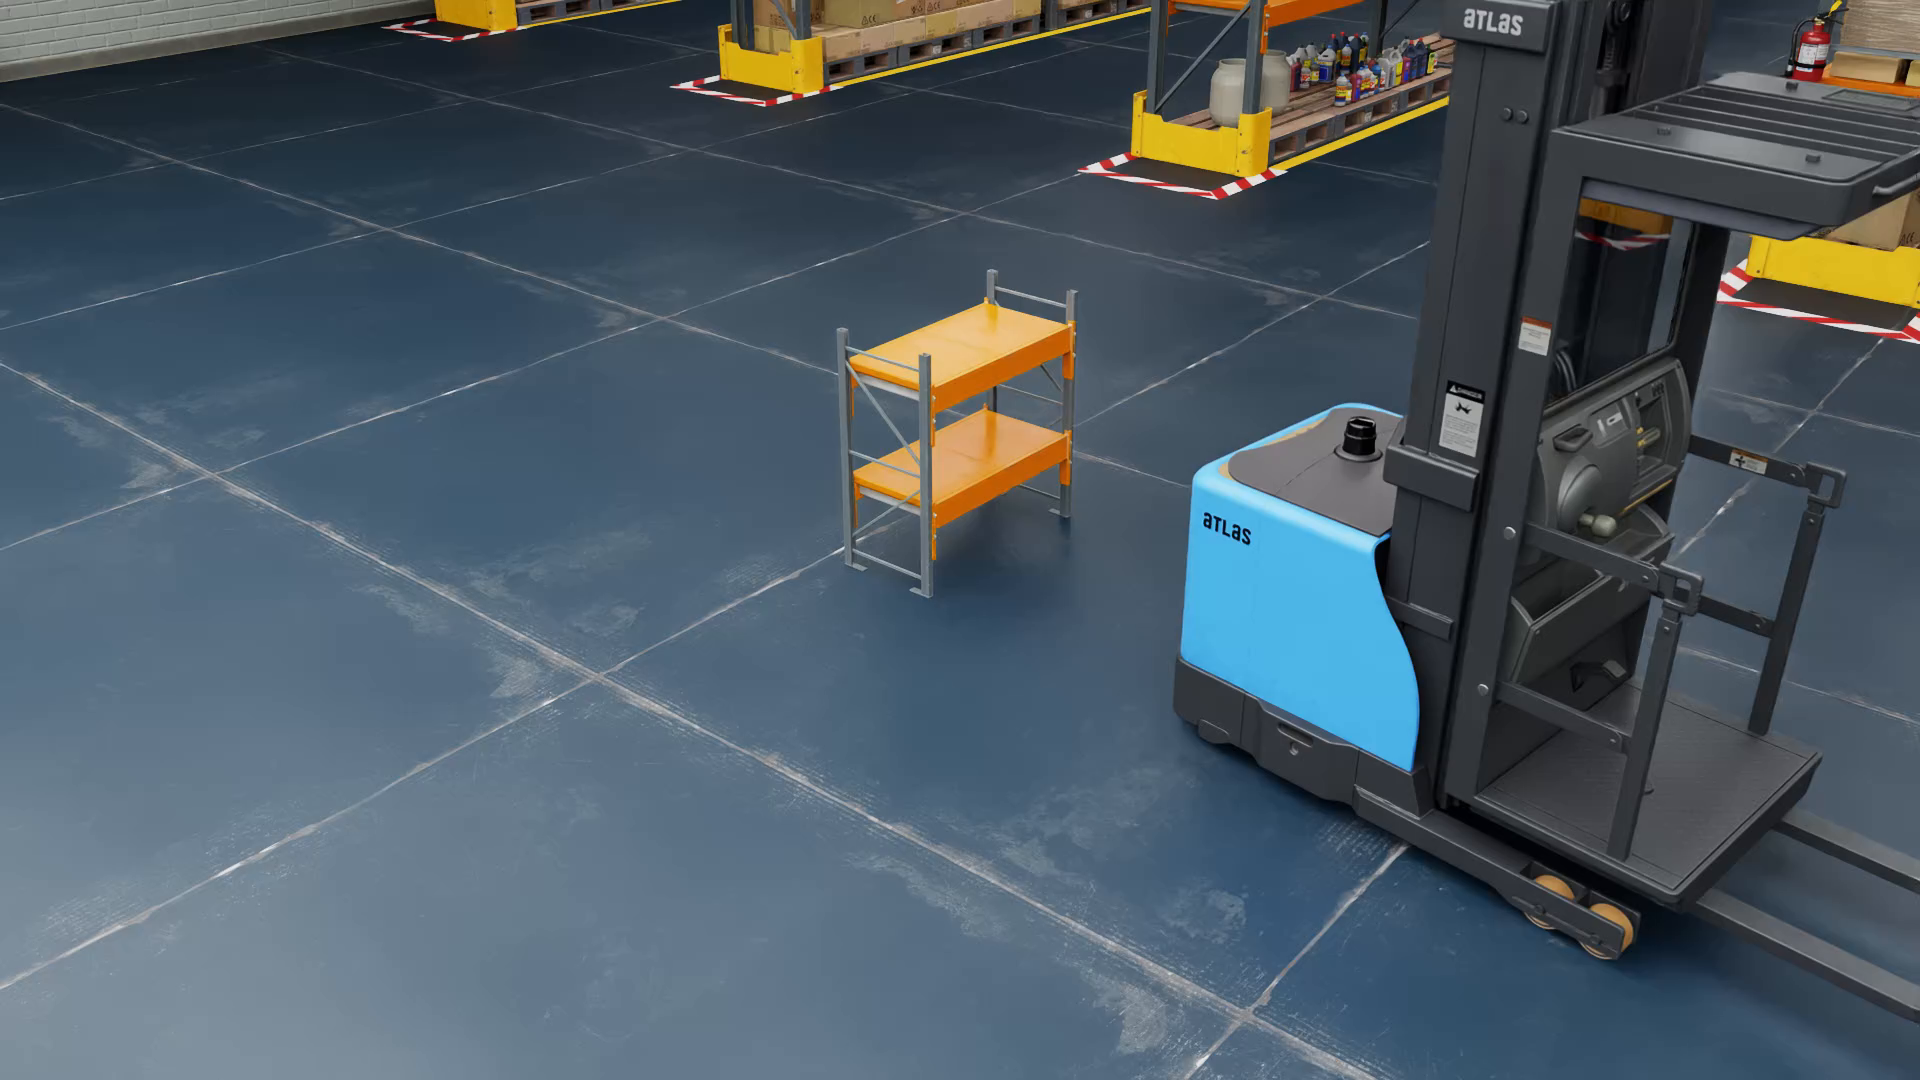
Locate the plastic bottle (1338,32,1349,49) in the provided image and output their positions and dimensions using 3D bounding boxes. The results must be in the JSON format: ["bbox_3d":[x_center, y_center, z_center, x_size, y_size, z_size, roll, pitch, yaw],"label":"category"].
[{"bbox_3d":[3.675,-4.706,15.986,0.144,0.351,0.185,22,34,36],"label":"plastic bottle"}]

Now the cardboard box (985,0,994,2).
[{"bbox_3d":[0.235,-6.197,18.184,0.500,0.500,0.500,21,34,34],"label":"cardboard box"}]

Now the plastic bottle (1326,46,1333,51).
[{"bbox_3d":[3.490,-4.540,15.753,0.097,0.271,0.097,0,27,0],"label":"plastic bottle"}]

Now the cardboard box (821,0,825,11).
[{"bbox_3d":[-1.119,-5.817,17.449,0.500,0.500,0.500,21,34,34],"label":"cardboard box"}]

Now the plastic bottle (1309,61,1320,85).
[{"bbox_3d":[3.287,-4.336,15.434,0.097,0.201,0.097,0,27,0],"label":"plastic bottle"}]

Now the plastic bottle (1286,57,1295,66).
[{"bbox_3d":[2.975,-4.280,15.244,0.152,0.276,0.135,21,34,35],"label":"plastic bottle"}]

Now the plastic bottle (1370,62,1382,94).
[{"bbox_3d":[3.768,-4.198,15.090,0.097,0.271,0.097,0,27,0],"label":"plastic bottle"}]

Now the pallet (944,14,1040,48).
[{"bbox_3d":[0.150,-5.793,18.717,1.003,0.211,1.213,21,34,34],"label":"pallet"}]

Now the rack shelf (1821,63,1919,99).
[{"bbox_3d":[7.058,-3.376,11.794,1.077,0.370,4.000,21,34,34],"label":"rack shelf"}]

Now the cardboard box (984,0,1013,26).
[{"bbox_3d":[0.237,-5.863,18.355,0.500,0.250,0.500,21,34,34],"label":"cardboard box"}]

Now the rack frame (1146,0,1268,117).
[{"bbox_3d":[1.964,-4.434,13.056,1.000,3.000,0.127,21,34,34],"label":"rack frame"}]

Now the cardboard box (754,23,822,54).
[{"bbox_3d":[-1.743,-5.124,16.926,0.500,0.250,0.500,21,34,34],"label":"cardboard box"}]

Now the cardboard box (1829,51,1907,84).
[{"bbox_3d":[5.808,-3.036,10.627,0.380,0.149,0.250,21,34,34],"label":"cardboard box"}]

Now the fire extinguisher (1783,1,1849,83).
[{"bbox_3d":[5.358,-3.046,10.457,0.296,0.674,0.183,21,34,34],"label":"fire extinguisher"}]

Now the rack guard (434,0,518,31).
[{"bbox_3d":[-5.632,-6.246,19.279,1.175,0.500,0.348,21,34,34],"label":"rack guard"}]

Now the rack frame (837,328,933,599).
[{"bbox_3d":[-0.319,-0.322,7.148,0.500,1.125,0.032,21,34,34],"label":"rack frame"}]

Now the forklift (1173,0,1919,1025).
[{"bbox_3d":[2.190,-0.258,5.059,1.130,2.935,3.031,-23,35,-38],"label":"forklift"}]

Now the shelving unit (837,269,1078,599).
[{"bbox_3d":[0.004,-0.502,7.496,0.538,1.125,1.048,21,34,34],"label":"shelving unit"}]

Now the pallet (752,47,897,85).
[{"bbox_3d":[-1.402,-4.928,17.045,1.003,0.211,1.213,21,34,34],"label":"pallet"}]

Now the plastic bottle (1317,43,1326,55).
[{"bbox_3d":[3.418,-4.563,15.782,0.061,0.283,0.133,23,35,37],"label":"plastic bottle"}]

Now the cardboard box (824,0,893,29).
[{"bbox_3d":[-1.026,-5.484,16.805,0.500,0.500,0.500,21,34,34],"label":"cardboard box"}]

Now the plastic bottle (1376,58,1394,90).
[{"bbox_3d":[3.887,-4.286,15.256,0.152,0.276,0.135,21,34,35],"label":"plastic bottle"}]

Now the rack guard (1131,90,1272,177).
[{"bbox_3d":[1.976,-3.364,13.709,1.175,0.500,0.348,21,34,34],"label":"rack guard"}]

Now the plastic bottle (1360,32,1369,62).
[{"bbox_3d":[3.967,-4.851,16.352,0.097,0.271,0.097,0,27,0],"label":"plastic bottle"}]

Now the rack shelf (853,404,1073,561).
[{"bbox_3d":[0.004,-0.285,7.609,0.538,0.278,1.000,21,34,34],"label":"rack shelf"}]

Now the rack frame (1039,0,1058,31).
[{"bbox_3d":[0.689,-7.301,18.598,1.000,3.000,0.127,21,34,34],"label":"rack frame"}]

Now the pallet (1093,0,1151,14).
[{"bbox_3d":[1.903,-6.769,20.606,1.003,0.211,1.213,21,34,34],"label":"pallet"}]

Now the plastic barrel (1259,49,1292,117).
[{"bbox_3d":[2.643,-3.949,14.369,0.421,0.512,0.421,0,27,0],"label":"plastic barrel"}]

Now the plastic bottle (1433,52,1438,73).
[{"bbox_3d":[4.518,-4.585,15.914,0.097,0.201,0.097,0,27,0],"label":"plastic bottle"}]

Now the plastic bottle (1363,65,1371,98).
[{"bbox_3d":[3.639,-4.126,14.952,0.097,0.271,0.097,0,27,0],"label":"plastic bottle"}]

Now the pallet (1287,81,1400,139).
[{"bbox_3d":[3.273,-3.953,15.161,1.003,0.211,1.213,21,34,34],"label":"pallet"}]

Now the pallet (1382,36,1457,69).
[{"bbox_3d":[4.978,-4.903,16.998,1.003,0.211,1.213,21,34,34],"label":"pallet"}]

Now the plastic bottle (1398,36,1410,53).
[{"bbox_3d":[4.210,-4.600,15.782,0.144,0.351,0.185,21,34,34],"label":"plastic bottle"}]

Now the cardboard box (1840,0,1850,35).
[{"bbox_3d":[6.382,-3.562,10.938,0.875,0.500,0.500,21,34,34],"label":"cardboard box"}]

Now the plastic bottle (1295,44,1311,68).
[{"bbox_3d":[3.166,-4.422,15.438,0.144,0.351,0.185,22,35,36],"label":"plastic bottle"}]

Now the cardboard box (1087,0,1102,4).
[{"bbox_3d":[1.463,-6.517,19.619,0.500,0.250,0.500,22,34,36],"label":"cardboard box"}]

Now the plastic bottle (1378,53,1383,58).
[{"bbox_3d":[3.898,-4.366,15.403,0.061,0.283,0.133,21,34,34],"label":"plastic bottle"}]

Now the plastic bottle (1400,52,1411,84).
[{"bbox_3d":[4.128,-4.390,15.449,0.061,0.283,0.133,23,35,38],"label":"plastic bottle"}]

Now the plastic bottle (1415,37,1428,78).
[{"bbox_3d":[4.321,-4.558,15.701,0.144,0.351,0.185,20,33,33],"label":"plastic bottle"}]

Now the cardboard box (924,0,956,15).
[{"bbox_3d":[-0.387,-5.837,17.488,0.500,0.500,0.500,21,34,34],"label":"cardboard box"}]

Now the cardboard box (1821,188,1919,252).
[{"bbox_3d":[6.196,-2.279,11.154,0.500,0.500,0.500,-21,34,-35],"label":"cardboard box"}]

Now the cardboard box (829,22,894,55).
[{"bbox_3d":[-1.028,-5.151,16.979,0.500,0.250,0.500,21,34,34],"label":"cardboard box"}]

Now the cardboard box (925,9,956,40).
[{"bbox_3d":[-0.388,-5.504,17.661,0.500,0.250,0.500,21,34,34],"label":"cardboard box"}]

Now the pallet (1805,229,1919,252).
[{"bbox_3d":[6.378,-2.052,11.487,1.003,0.211,1.213,21,34,34],"label":"pallet"}]

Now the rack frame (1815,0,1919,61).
[{"bbox_3d":[5.786,-2.986,10.258,1.000,3.000,0.127,21,34,34],"label":"rack frame"}]

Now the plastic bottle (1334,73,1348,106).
[{"bbox_3d":[3.358,-3.969,14.648,0.097,0.271,0.097,0,27,0],"label":"plastic bottle"}]

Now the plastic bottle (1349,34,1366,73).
[{"bbox_3d":[3.786,-4.664,15.905,0.144,0.351,0.185,21,34,34],"label":"plastic bottle"}]

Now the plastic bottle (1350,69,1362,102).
[{"bbox_3d":[3.516,-4.049,14.790,0.061,0.283,0.133,21,34,35],"label":"plastic bottle"}]
